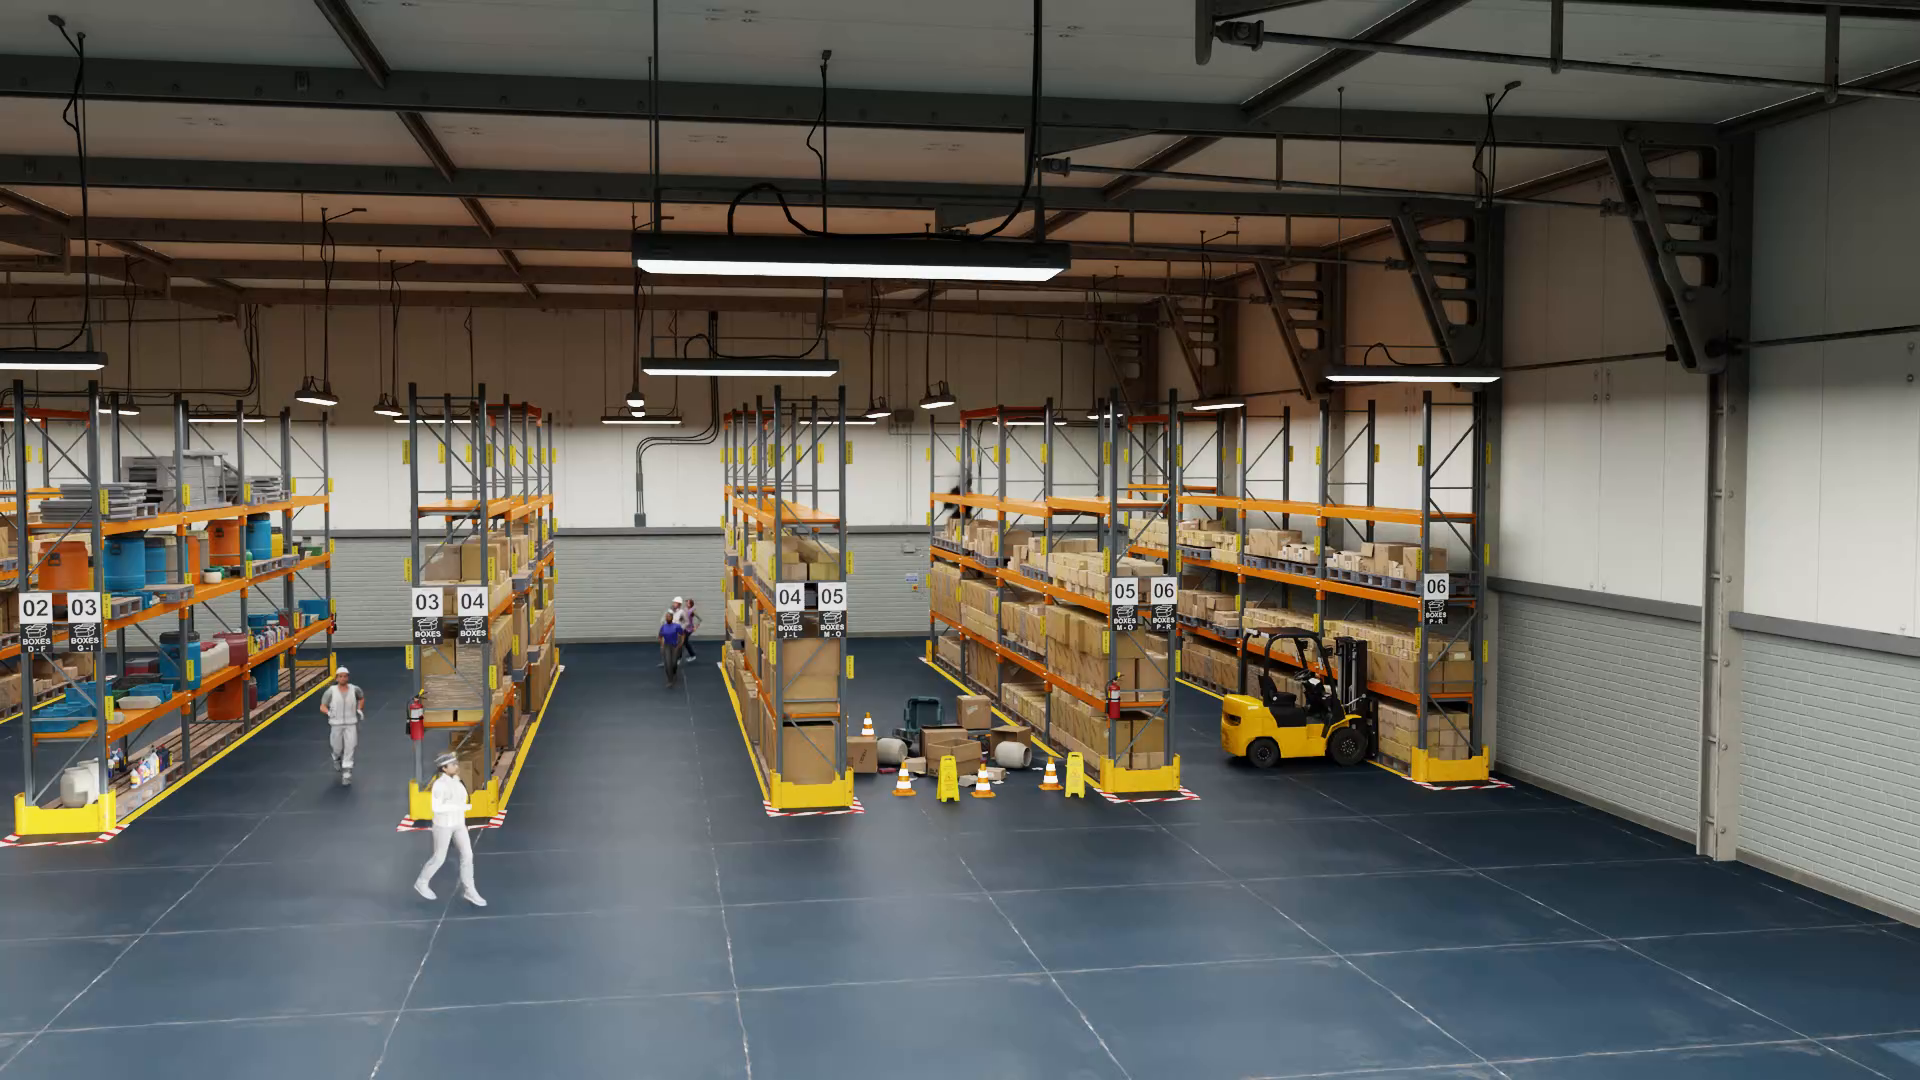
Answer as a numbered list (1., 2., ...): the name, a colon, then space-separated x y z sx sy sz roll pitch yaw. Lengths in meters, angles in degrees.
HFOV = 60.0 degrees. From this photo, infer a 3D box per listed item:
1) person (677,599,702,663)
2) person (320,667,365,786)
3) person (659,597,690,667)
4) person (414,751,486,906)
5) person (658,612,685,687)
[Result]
1. person: -6.552 2.194 39.757 0.789 1.588 0.591 -3 4 -43
2. person: -9.379 2.817 25.315 0.658 1.768 0.971 -1 3 -27
3. person: -6.807 2.175 39.293 0.750 1.681 0.500 1 3 23
4. person: -5.704 3.202 18.488 0.856 1.727 0.604 1 3 21
5. person: -6.266 2.421 36.050 0.581 1.534 0.492 0 3 -1
